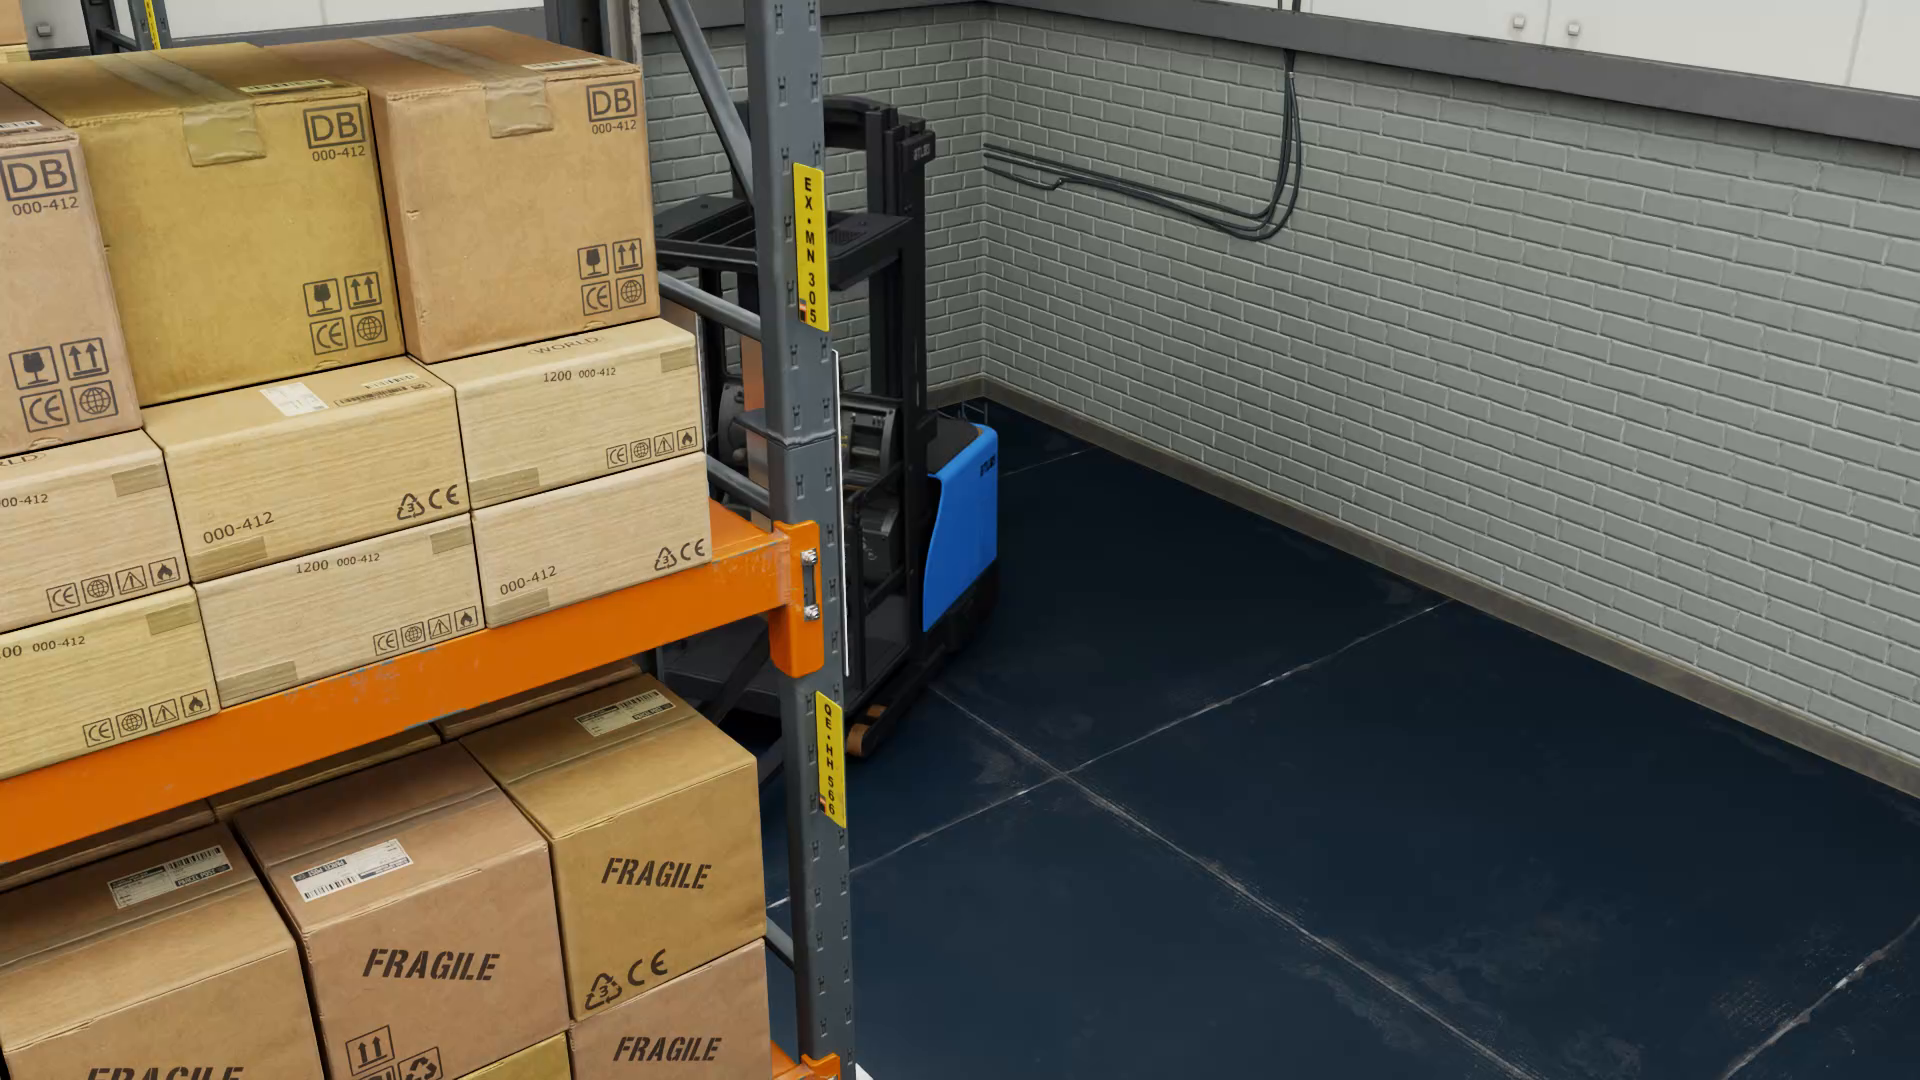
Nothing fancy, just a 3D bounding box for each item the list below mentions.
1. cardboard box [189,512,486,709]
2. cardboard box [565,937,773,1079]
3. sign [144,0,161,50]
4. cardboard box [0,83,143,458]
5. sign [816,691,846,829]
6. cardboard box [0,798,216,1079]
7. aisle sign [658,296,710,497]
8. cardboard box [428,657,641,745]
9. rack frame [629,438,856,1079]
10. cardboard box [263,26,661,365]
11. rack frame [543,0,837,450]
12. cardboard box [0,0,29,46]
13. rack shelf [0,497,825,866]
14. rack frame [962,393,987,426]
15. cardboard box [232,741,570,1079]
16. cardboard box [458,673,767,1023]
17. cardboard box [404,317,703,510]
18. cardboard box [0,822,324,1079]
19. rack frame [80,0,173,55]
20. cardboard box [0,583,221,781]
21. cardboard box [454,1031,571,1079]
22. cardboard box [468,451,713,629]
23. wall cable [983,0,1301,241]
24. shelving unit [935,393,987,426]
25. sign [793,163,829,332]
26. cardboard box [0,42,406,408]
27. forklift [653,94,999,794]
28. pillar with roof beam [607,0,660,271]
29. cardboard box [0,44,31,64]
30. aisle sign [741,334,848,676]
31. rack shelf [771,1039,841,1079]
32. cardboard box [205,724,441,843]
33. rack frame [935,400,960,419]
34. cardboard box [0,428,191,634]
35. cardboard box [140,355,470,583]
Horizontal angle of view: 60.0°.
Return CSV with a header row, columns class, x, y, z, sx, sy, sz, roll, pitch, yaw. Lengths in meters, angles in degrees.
class,x,y,z,sx,sy,sz,roll,pitch,yaw
cardboard box,-1.267,0.043,3.209,0.500,0.250,0.500,-18,31,-34
cardboard box,-0.809,1.150,4.091,0.500,0.500,0.500,-17,30,-32
sign,-3.361,-2.195,6.895,0.005,0.325,0.100,-18,31,-34
cardboard box,-1.792,-0.465,2.819,0.500,0.500,0.700,-18,31,-34
sign,-0.298,0.509,3.839,0.005,0.325,0.100,-18,31,-34
cardboard box,-1.940,0.784,3.691,0.500,0.500,0.500,-18,30,-33
aisle sign,-0.752,-0.306,4.258,0.004,0.787,0.394,-18,31,-34
cardboard box,-1.137,0.517,4.265,0.500,0.500,0.500,-17,30,-33
rack frame,-0.625,0.988,4.557,0.127,3.000,1.000,-18,31,-34
cardboard box,-1.019,-0.732,3.395,0.500,0.500,0.700,-18,31,-34
rack frame,-0.625,-1.733,3.294,0.127,3.000,1.000,-18,31,-34
cardboard box,-4.092,-2.240,6.619,0.500,0.500,0.500,-18,31,-34
rack shelf,-2.199,0.474,2.958,4.000,0.370,1.077,-18,31,-34
rack frame,0.086,-0.437,10.122,0.006,0.900,0.240,-18,31,-34
cardboard box,-1.202,0.828,3.597,0.500,0.500,0.500,-17,30,-33
cardboard box,-0.805,0.696,3.880,0.500,0.500,0.500,-19,31,-34
cardboard box,-0.872,-0.313,3.382,0.500,0.250,0.500,-18,31,-34
cardboard box,-1.607,0.964,3.303,0.500,0.500,0.500,-17,30,-33
rack frame,-3.684,-3.373,6.828,0.127,3.000,1.000,-18,31,-34
cardboard box,-1.652,0.177,2.920,0.500,0.250,0.500,-18,31,-34
cardboard box,-1.215,1.286,3.798,0.500,0.500,0.500,-18,30,-34
cardboard box,-0.866,-0.083,3.481,0.500,0.250,0.500,-18,31,-34
wall cable,0.987,-3.315,10.392,0.112,2.526,3.097,-18,31,-34
shelving unit,0.006,-0.410,10.065,0.210,0.900,0.258,-18,31,-34
sign,-0.298,-0.585,3.332,0.005,0.325,0.100,-18,31,-34
cardboard box,-1.465,-0.630,3.175,0.500,0.500,0.700,-18,31,-34
forklift,-0.823,-0.485,7.814,1.130,2.935,3.031,10,27,21
pillar with roof beam,0.563,-2.935,5.884,0.400,9.000,9.100,-18,31,-34
cardboard box,-4.097,-1.902,6.782,0.500,0.250,0.500,-17,30,-33
aisle sign,-0.382,-0.107,3.829,0.004,0.787,0.394,-18,31,-34
rack shelf,-2.199,1.834,3.589,4.000,0.370,1.077,-18,31,-34
cardboard box,-1.543,0.656,3.967,0.500,0.500,0.500,-18,30,-34
rack frame,-0.074,-0.384,10.008,0.006,0.900,0.240,-18,31,-34
cardboard box,-1.661,-0.054,2.825,0.500,0.250,0.500,-18,31,-34
cardboard box,-1.265,-0.183,3.102,0.500,0.250,0.500,-18,31,-34
